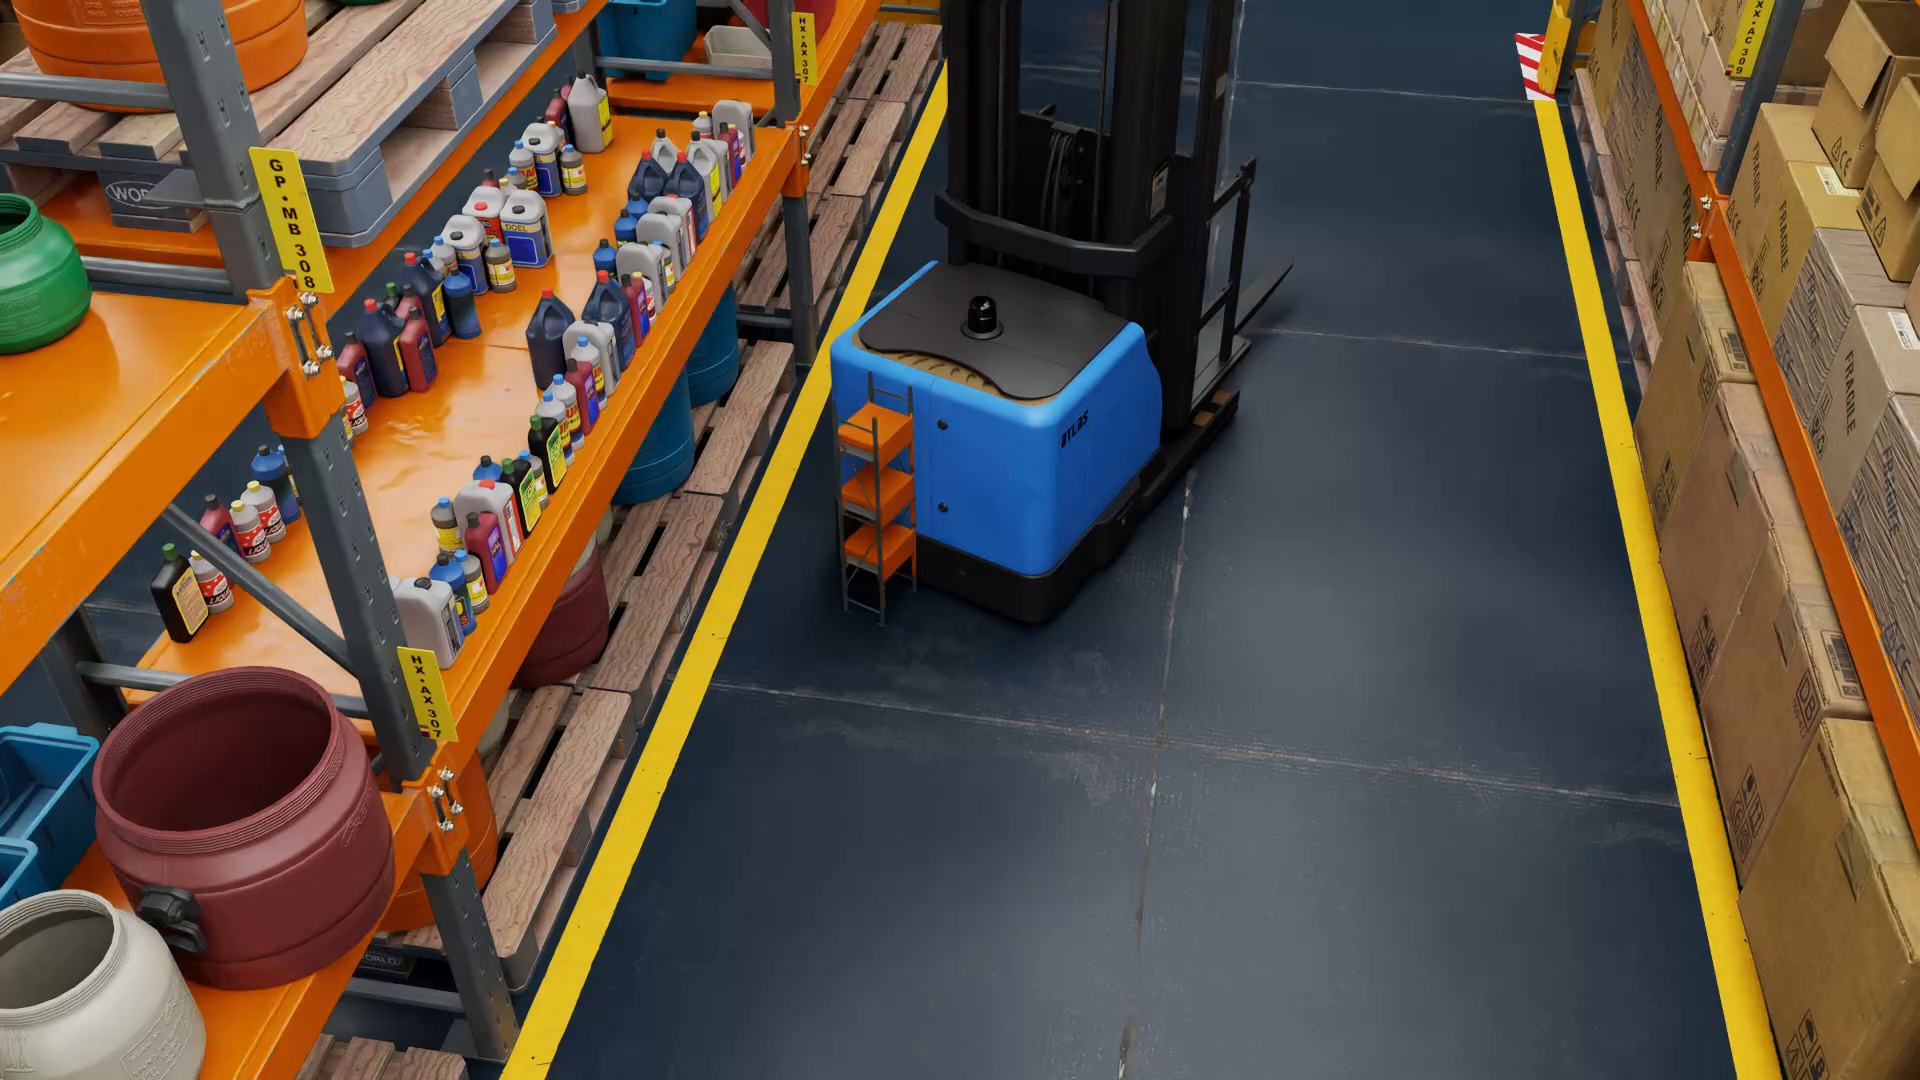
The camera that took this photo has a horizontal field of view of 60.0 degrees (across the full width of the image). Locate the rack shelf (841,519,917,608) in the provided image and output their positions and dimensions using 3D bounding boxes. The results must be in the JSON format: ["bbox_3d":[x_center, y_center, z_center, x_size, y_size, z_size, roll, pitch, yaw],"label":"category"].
[{"bbox_3d":[-0.331,0.077,6.786,0.215,0.259,0.240,21,44,24],"label":"rack shelf"}]

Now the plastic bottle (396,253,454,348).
[{"bbox_3d":[-1.942,-0.887,6.008,0.144,0.351,0.185,6,40,8],"label":"plastic bottle"}]

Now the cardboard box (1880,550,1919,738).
[{"bbox_3d":[2.899,0.265,4.496,0.500,0.500,0.500,6,40,7],"label":"cardboard box"}]

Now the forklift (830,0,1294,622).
[{"bbox_3d":[0.668,-1.712,7.020,1.130,2.935,3.031,21,44,24],"label":"forklift"}]

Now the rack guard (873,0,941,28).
[{"bbox_3d":[-0.537,-3.667,11.293,1.175,0.500,0.348,6,40,8],"label":"rack guard"}]

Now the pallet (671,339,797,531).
[{"bbox_3d":[-1.395,-0.549,7.748,1.003,0.211,1.213,6,40,8],"label":"pallet"}]

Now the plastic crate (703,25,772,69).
[{"bbox_3d":[-1.000,-2.301,7.839,0.396,0.136,0.243,6,40,8],"label":"plastic crate"}]

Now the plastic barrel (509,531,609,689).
[{"bbox_3d":[-1.650,0.157,6.269,0.600,0.588,0.708,6,40,8],"label":"plastic barrel"}]

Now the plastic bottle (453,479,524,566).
[{"bbox_3d":[-1.440,-0.071,5.080,0.152,0.276,0.135,6,40,8],"label":"plastic bottle"}]

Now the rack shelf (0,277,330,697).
[{"bbox_3d":[-2.259,0.784,2.159,1.077,0.370,4.000,6,40,8],"label":"rack shelf"}]

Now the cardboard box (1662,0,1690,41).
[{"bbox_3d":[3.651,-2.565,7.883,0.500,0.250,0.500,7,40,9],"label":"cardboard box"}]

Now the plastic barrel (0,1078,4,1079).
[{"bbox_3d":[-1.954,1.298,3.239,0.421,0.512,0.421,0,40,0],"label":"plastic barrel"}]

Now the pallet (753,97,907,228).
[{"bbox_3d":[-0.923,-2.262,9.820,1.003,0.211,1.213,6,40,8],"label":"pallet"}]

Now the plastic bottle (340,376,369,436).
[{"bbox_3d":[-2.067,-0.460,5.608,0.097,0.201,0.097,0,40,0],"label":"plastic bottle"}]

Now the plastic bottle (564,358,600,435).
[{"bbox_3d":[-1.275,-0.504,5.597,0.061,0.283,0.133,6,40,8],"label":"plastic bottle"}]

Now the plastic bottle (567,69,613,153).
[{"bbox_3d":[-1.608,-1.874,7.201,0.144,0.351,0.185,6,40,8],"label":"plastic bottle"}]

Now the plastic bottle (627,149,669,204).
[{"bbox_3d":[-1.232,-1.371,6.593,0.144,0.351,0.185,6,40,8],"label":"plastic bottle"}]

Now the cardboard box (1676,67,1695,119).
[{"bbox_3d":[3.476,-2.010,7.525,0.380,0.149,0.250,6,40,7],"label":"cardboard box"}]

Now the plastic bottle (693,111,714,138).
[{"bbox_3d":[-1.097,-1.746,7.163,0.097,0.201,0.097,0,40,0],"label":"plastic bottle"}]

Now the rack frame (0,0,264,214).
[{"bbox_3d":[-1.913,-1.905,2.492,1.000,3.000,0.127,6,40,8],"label":"rack frame"}]

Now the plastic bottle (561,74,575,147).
[{"bbox_3d":[-1.705,-1.875,7.256,0.061,0.283,0.133,6,40,8],"label":"plastic bottle"}]

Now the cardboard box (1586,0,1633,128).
[{"bbox_3d":[4.318,-3.000,9.862,0.875,0.875,0.875,6,40,8],"label":"cardboard box"}]

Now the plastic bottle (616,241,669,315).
[{"bbox_3d":[-1.185,-0.997,6.199,0.152,0.276,0.135,6,40,8],"label":"plastic bottle"}]

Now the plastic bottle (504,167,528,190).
[{"bbox_3d":[-1.803,-1.418,6.767,0.097,0.201,0.097,0,40,0],"label":"plastic bottle"}]

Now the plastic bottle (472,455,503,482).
[{"bbox_3d":[-1.453,-0.146,5.174,0.097,0.271,0.097,0,40,0],"label":"plastic bottle"}]

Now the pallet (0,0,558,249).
[{"bbox_3d":[-1.684,-1.145,4.075,1.003,0.211,1.213,6,40,8],"label":"pallet"}]

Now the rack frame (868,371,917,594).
[{"bbox_3d":[-0.267,-0.212,6.682,0.200,1.050,0.008,21,44,24],"label":"rack frame"}]

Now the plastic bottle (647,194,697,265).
[{"bbox_3d":[-1.121,-1.227,6.477,0.152,0.276,0.135,6,40,8],"label":"plastic bottle"}]

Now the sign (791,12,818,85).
[{"bbox_3d":[-0.679,-2.148,7.277,0.100,0.325,0.005,6,40,8],"label":"sign"}]

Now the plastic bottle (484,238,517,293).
[{"bbox_3d":[-1.751,-1.049,6.321,0.097,0.201,0.097,0,40,0],"label":"plastic bottle"}]

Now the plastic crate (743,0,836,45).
[{"bbox_3d":[-0.819,-2.684,8.045,0.402,0.464,0.583,6,40,8],"label":"plastic crate"}]

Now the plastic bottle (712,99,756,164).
[{"bbox_3d":[-0.971,-1.772,7.137,0.152,0.276,0.135,6,40,8],"label":"plastic bottle"}]

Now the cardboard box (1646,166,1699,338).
[{"bbox_3d":[3.850,-1.305,7.813,0.875,0.875,0.875,6,40,8],"label":"cardboard box"}]

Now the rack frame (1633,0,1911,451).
[{"bbox_3d":[3.657,-1.557,6.779,1.000,3.000,0.127,6,40,8],"label":"rack frame"}]

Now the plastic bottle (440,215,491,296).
[{"bbox_3d":[-1.877,-1.080,6.300,0.152,0.276,0.135,6,40,8],"label":"plastic bottle"}]

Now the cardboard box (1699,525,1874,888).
[{"bbox_3d":[3.267,0.621,5.483,1.225,0.875,0.875,7,40,8],"label":"cardboard box"}]

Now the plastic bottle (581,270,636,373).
[{"bbox_3d":[-1.248,-0.780,5.878,0.144,0.351,0.185,6,40,8],"label":"plastic bottle"}]

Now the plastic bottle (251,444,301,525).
[{"bbox_3d":[-2.152,-0.182,5.217,0.097,0.271,0.097,0,40,0],"label":"plastic bottle"}]

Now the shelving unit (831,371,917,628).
[{"bbox_3d":[-0.331,-0.145,6.602,0.215,1.050,0.252,21,44,24],"label":"shelving unit"}]

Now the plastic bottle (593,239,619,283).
[{"bbox_3d":[-1.311,-0.997,6.203,0.097,0.271,0.097,0,40,0],"label":"plastic bottle"}]

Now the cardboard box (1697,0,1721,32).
[{"bbox_3d":[3.564,-2.535,7.258,0.500,0.500,0.500,7,40,8],"label":"cardboard box"}]

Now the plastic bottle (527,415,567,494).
[{"bbox_3d":[-1.332,-0.298,5.348,0.061,0.283,0.133,6,40,8],"label":"plastic bottle"}]

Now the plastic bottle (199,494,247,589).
[{"bbox_3d":[-2.223,0.006,4.980,0.061,0.283,0.133,6,40,8],"label":"plastic bottle"}]

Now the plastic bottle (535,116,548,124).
[{"bbox_3d":[-1.746,-1.651,6.994,0.097,0.271,0.097,0,40,0],"label":"plastic bottle"}]

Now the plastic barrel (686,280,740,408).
[{"bbox_3d":[-1.332,-1.117,7.564,0.600,0.901,0.708,6,40,8],"label":"plastic barrel"}]

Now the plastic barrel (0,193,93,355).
[{"bbox_3d":[-1.905,-0.528,3.303,0.294,0.245,0.294,0,40,0],"label":"plastic barrel"}]

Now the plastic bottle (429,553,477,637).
[{"bbox_3d":[-1.473,0.151,4.814,0.097,0.271,0.097,0,40,0],"label":"plastic bottle"}]

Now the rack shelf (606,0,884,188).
[{"bbox_3d":[-0.875,-3.081,9.187,1.077,0.370,4.000,6,40,8],"label":"rack shelf"}]

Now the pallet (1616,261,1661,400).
[{"bbox_3d":[3.866,-0.951,8.235,1.003,0.211,1.213,6,40,8],"label":"pallet"}]

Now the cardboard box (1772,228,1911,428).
[{"bbox_3d":[3.158,-0.705,5.670,0.500,0.500,0.500,6,40,7],"label":"cardboard box"}]

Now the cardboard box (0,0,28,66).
[{"bbox_3d":[-5.779,-3.039,10.185,0.797,0.503,0.637,6,40,8],"label":"cardboard box"}]

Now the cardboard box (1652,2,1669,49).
[{"bbox_3d":[3.609,-2.494,8.110,0.380,0.149,0.250,6,40,7],"label":"cardboard box"}]

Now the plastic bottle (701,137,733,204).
[{"bbox_3d":[-1.034,-1.543,6.860,0.152,0.276,0.135,6,40,8],"label":"plastic bottle"}]

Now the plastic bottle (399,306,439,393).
[{"bbox_3d":[-1.892,-0.666,5.793,0.061,0.283,0.133,6,40,8],"label":"plastic bottle"}]

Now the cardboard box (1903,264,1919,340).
[{"bbox_3d":[3.333,-0.759,4.949,0.797,0.503,0.637,8,40,9],"label":"cardboard box"}]
